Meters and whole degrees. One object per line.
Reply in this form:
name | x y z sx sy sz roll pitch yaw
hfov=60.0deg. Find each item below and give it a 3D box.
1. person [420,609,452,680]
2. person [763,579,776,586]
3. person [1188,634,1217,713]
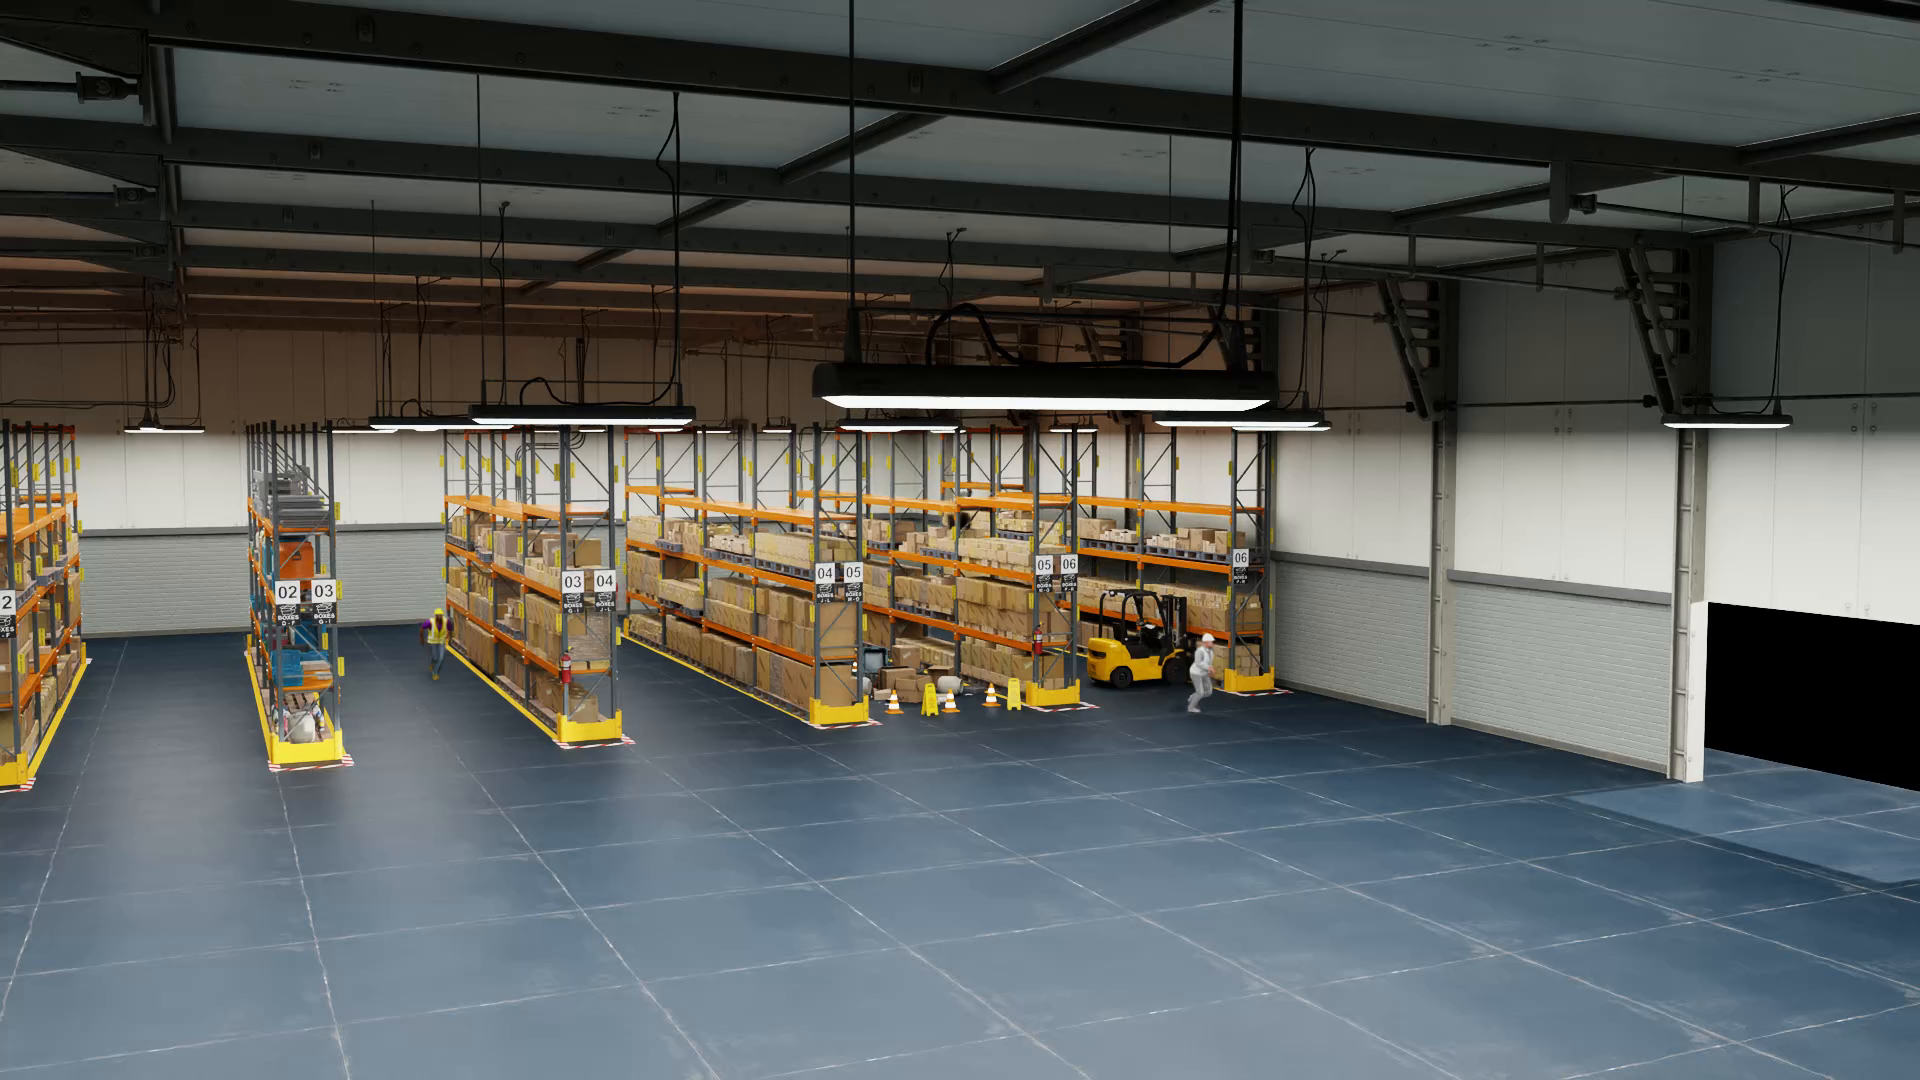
person | -12.308 2.448 39.124 0.702 1.686 0.731 -2 4 -35
person | -5.993 1.578 52.671 0.853 1.674 0.626 -4 5 -45
person | 4.999 2.750 34.323 0.757 1.663 0.636 3 5 40
